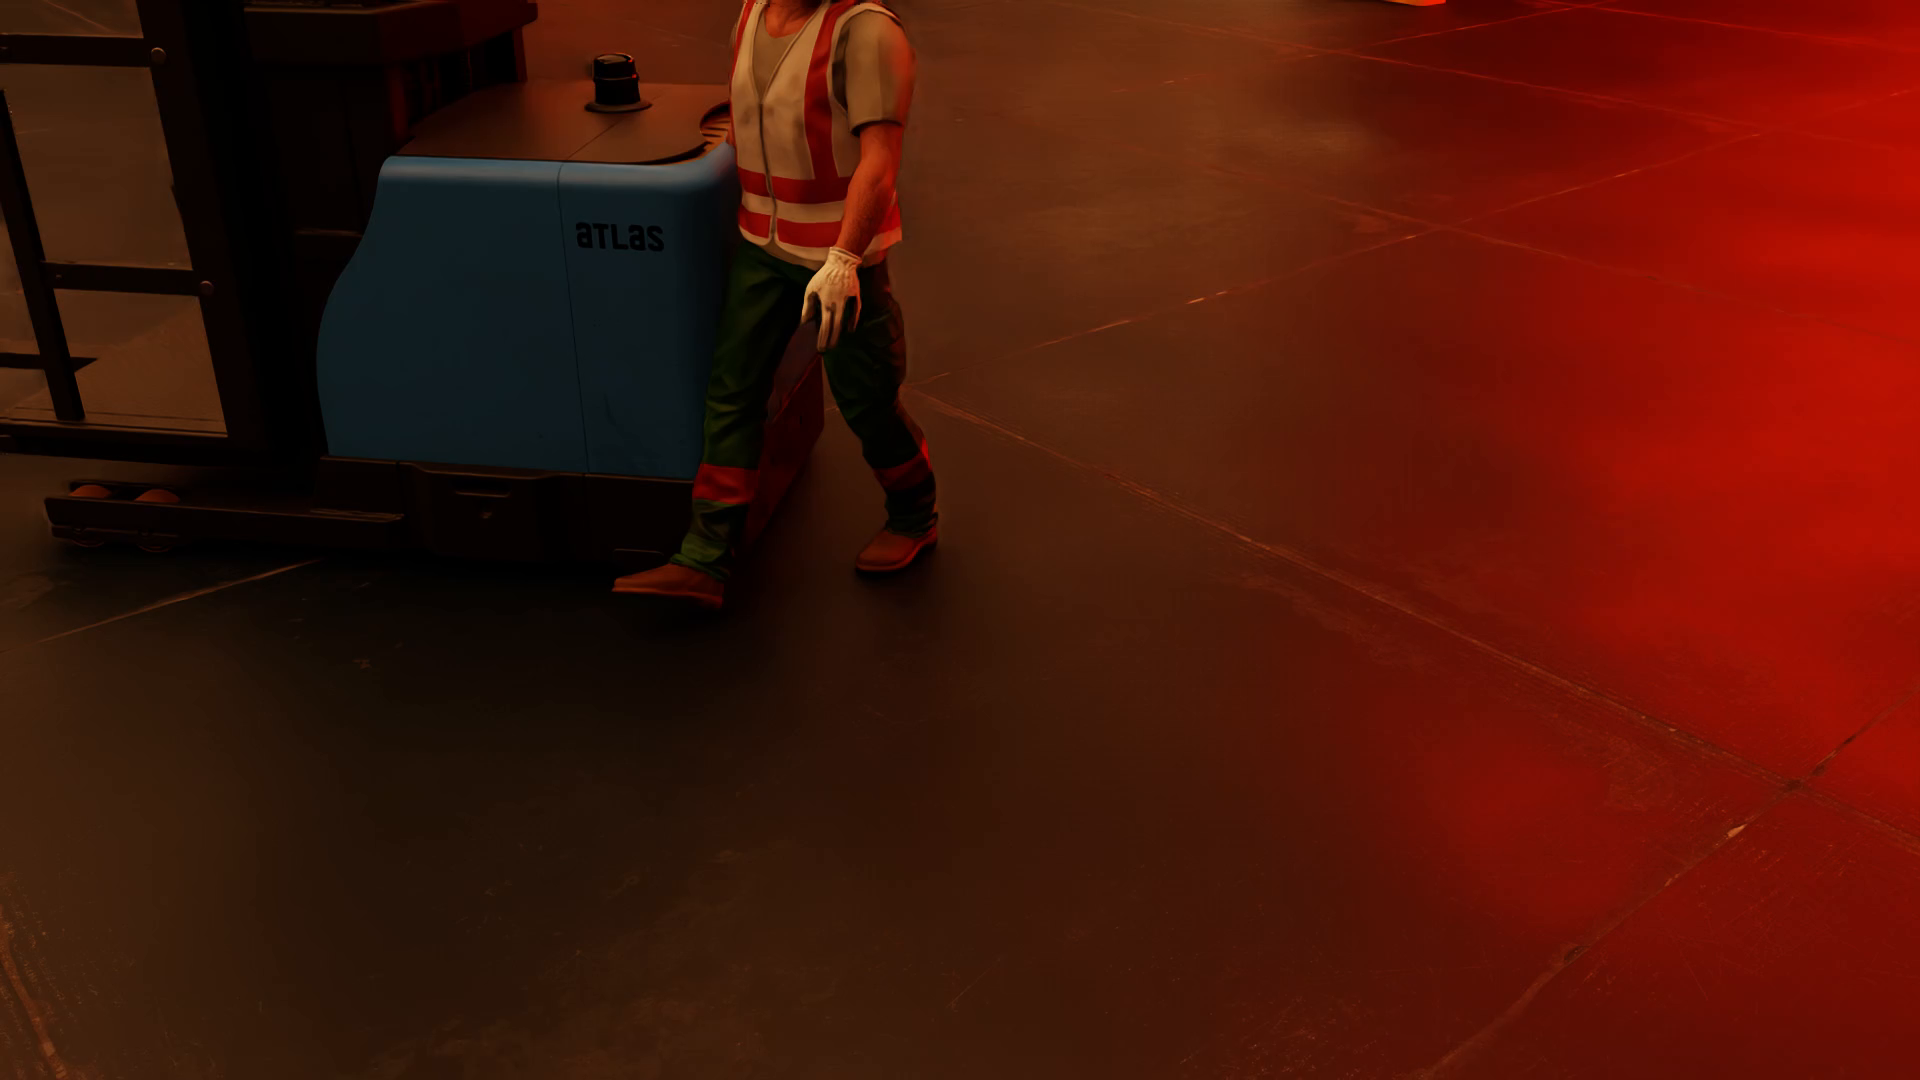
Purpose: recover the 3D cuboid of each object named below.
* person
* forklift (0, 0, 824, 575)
[{"bbox_3d":[-0.437,-0.655,3.864,0.730,1.734,0.904,18,32,33],"label":"person"},{"bbox_3d":[-1.973,-1.505,4.236,3.031,2.935,1.130,4,27,8],"label":"forklift"}]
